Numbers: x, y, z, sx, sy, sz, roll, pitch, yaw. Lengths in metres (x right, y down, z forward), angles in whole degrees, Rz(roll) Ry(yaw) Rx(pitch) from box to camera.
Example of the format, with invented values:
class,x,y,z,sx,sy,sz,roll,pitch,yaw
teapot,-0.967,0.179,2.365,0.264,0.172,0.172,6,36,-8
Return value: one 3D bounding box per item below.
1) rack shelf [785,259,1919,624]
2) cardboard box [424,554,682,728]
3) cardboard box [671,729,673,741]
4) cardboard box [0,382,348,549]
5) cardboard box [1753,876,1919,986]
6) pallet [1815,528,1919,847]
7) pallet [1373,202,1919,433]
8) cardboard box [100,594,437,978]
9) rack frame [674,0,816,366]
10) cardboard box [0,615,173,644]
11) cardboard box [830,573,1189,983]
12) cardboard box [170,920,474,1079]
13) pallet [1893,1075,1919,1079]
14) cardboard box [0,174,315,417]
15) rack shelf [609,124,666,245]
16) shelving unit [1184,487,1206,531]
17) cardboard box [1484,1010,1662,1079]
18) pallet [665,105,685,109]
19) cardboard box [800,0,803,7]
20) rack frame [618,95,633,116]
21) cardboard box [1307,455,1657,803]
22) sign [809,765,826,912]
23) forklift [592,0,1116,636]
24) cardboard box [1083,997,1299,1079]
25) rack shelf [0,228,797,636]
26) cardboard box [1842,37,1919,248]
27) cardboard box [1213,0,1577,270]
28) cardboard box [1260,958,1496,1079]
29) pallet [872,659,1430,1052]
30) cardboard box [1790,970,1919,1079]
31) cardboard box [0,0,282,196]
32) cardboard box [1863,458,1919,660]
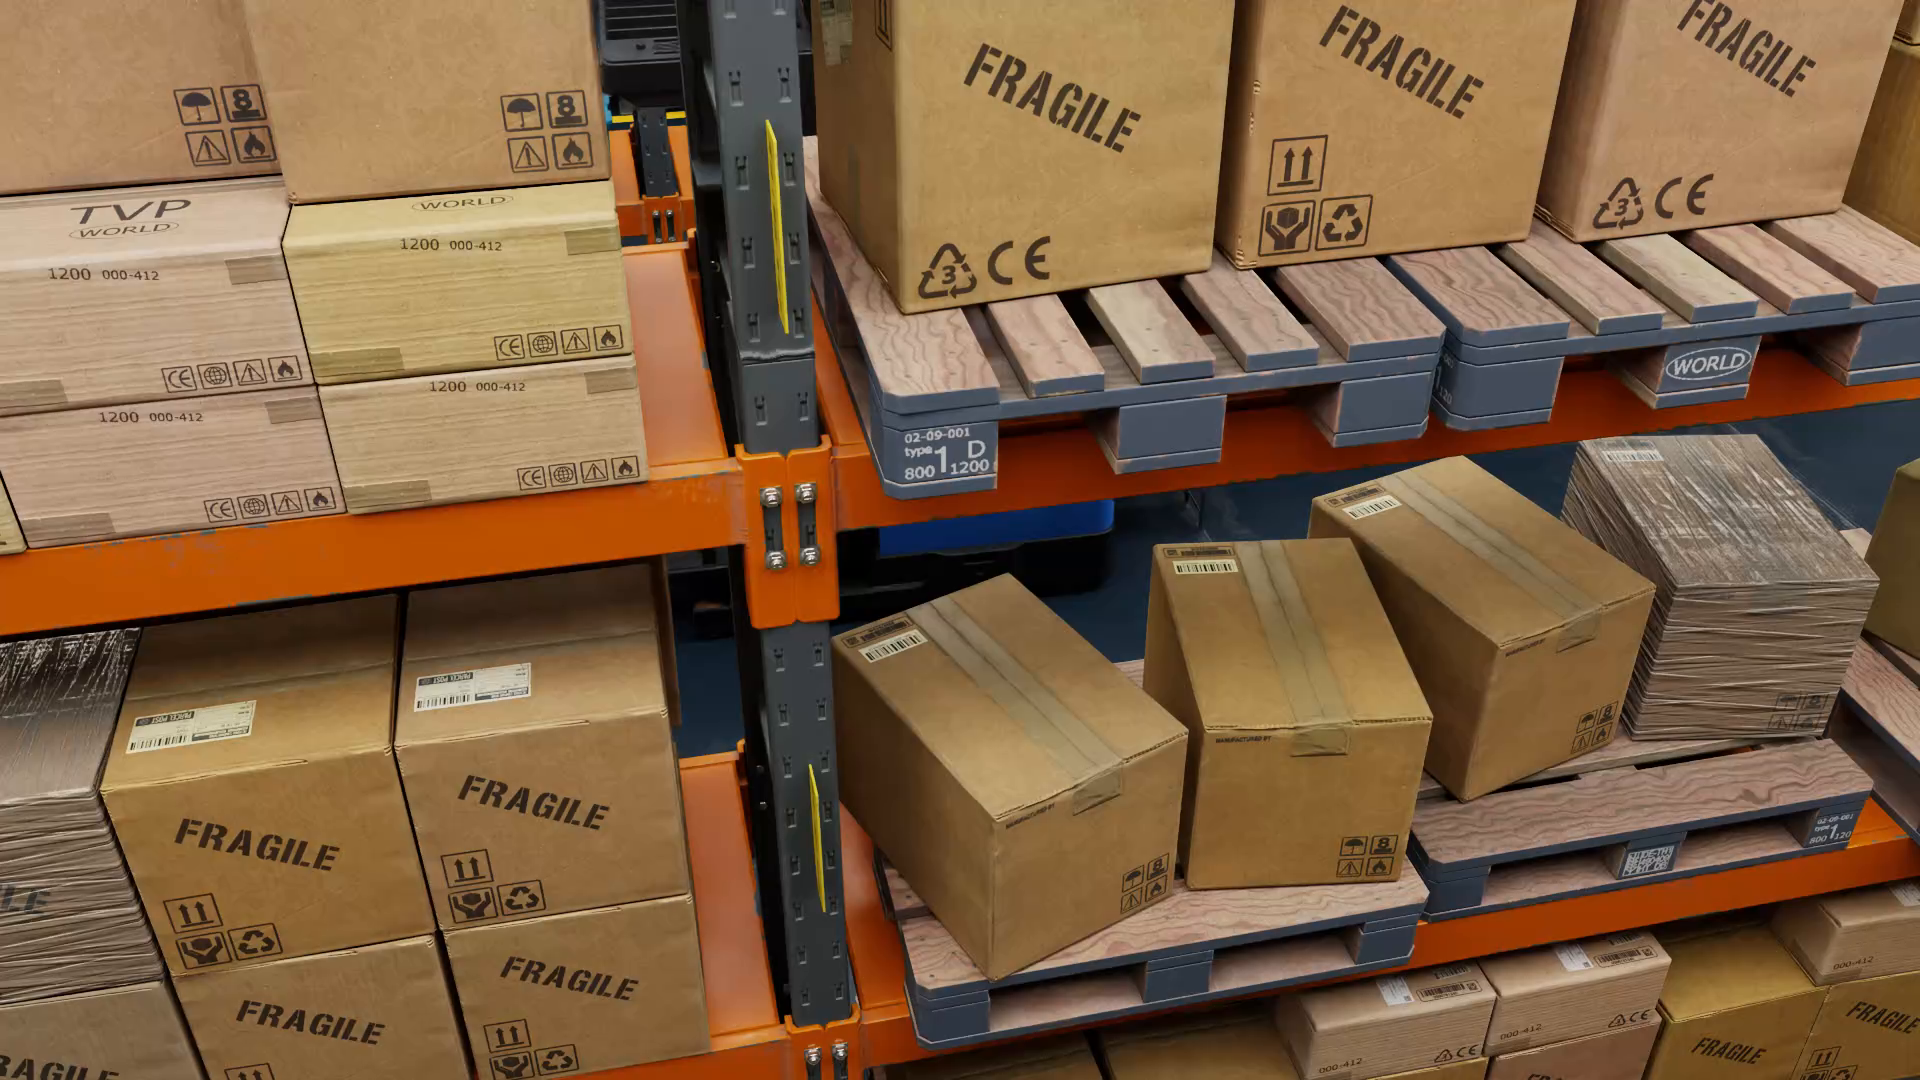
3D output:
class,x,y,z,sx,sy,sz,roll,pitch,yaw
rack shelf,1.533,-0.520,3.787,4.000,0.370,1.077,-7,35,-11
cardboard box,-0.939,0.121,3.891,0.500,0.500,0.500,-6,34,-9
cardboard box,-0.975,0.545,4.156,0.500,0.500,0.500,-6,34,-9
cardboard box,-1.323,-0.251,2.875,0.500,0.250,0.500,-7,35,-11
cardboard box,2.570,0.976,4.779,0.500,0.250,0.500,-6,34,-9
pallet,2.838,0.382,4.661,1.003,0.211,1.213,-7,35,-11
pallet,1.245,-0.666,3.528,1.003,0.211,1.213,-7,35,-11
cardboard box,-1.353,0.483,3.351,0.500,0.500,0.500,-8,35,-11
rack frame,-0.417,-1.819,2.385,0.127,3.000,1.000,-7,35,-11
cardboard box,-1.944,0.247,3.703,0.500,0.500,0.500,-8,35,-12
cardboard box,0.094,0.520,3.817,0.500,0.500,0.700,-19,38,-26
cardboard box,-1.351,0.896,3.633,0.500,0.500,0.500,-6,34,-9
pallet,2.747,1.410,5.460,1.213,0.211,1.003,-7,35,-11
cardboard box,-1.320,-0.452,2.725,0.500,0.250,0.500,-7,35,-11
rack shelf,-3.457,-1.476,7.903,4.000,0.370,1.077,-7,35,-11
shelving unit,0.869,-0.584,7.543,0.503,1.200,0.258,-6,34,-9
cardboard box,1.608,1.410,4.806,0.500,0.500,0.500,-8,35,-12
pallet,-1.863,-3.690,13.059,1.213,0.211,1.003,-7,35,-11
cardboard box,-1.108,-4.204,12.853,0.875,0.875,1.225,-8,35,-12
rack frame,-2.599,-4.712,12.080,0.127,3.000,1.000,-7,35,-11
cardboard box,1.292,0.206,4.285,0.500,0.500,0.700,-16,37,-22
sign,-0.290,0.607,3.377,0.005,0.325,0.100,-7,35,-11
forklift,-0.881,-1.124,6.794,3.031,2.935,1.130,-6,34,-9
cardboard box,0.626,1.529,4.628,0.500,0.500,0.500,-7,34,-10
rack shelf,-2.368,-0.029,3.054,4.000,0.370,1.077,-7,35,-11
cardboard box,2.061,-0.908,3.629,0.500,0.500,0.910,-7,35,-11
cardboard box,0.737,-0.947,3.221,0.600,0.600,0.600,-8,35,-11
cardboard box,1.084,1.166,4.496,0.500,0.250,0.500,-7,35,-10
pallet,0.386,0.713,4.168,1.213,0.211,1.003,-7,35,-11
cardboard box,2.624,1.278,5.001,0.500,0.500,0.500,-6,34,-9
cardboard box,-1.402,-0.965,2.817,0.500,0.500,0.700,-7,35,-11
cardboard box,2.895,0.103,4.437,0.500,0.500,0.700,-19,38,-26
